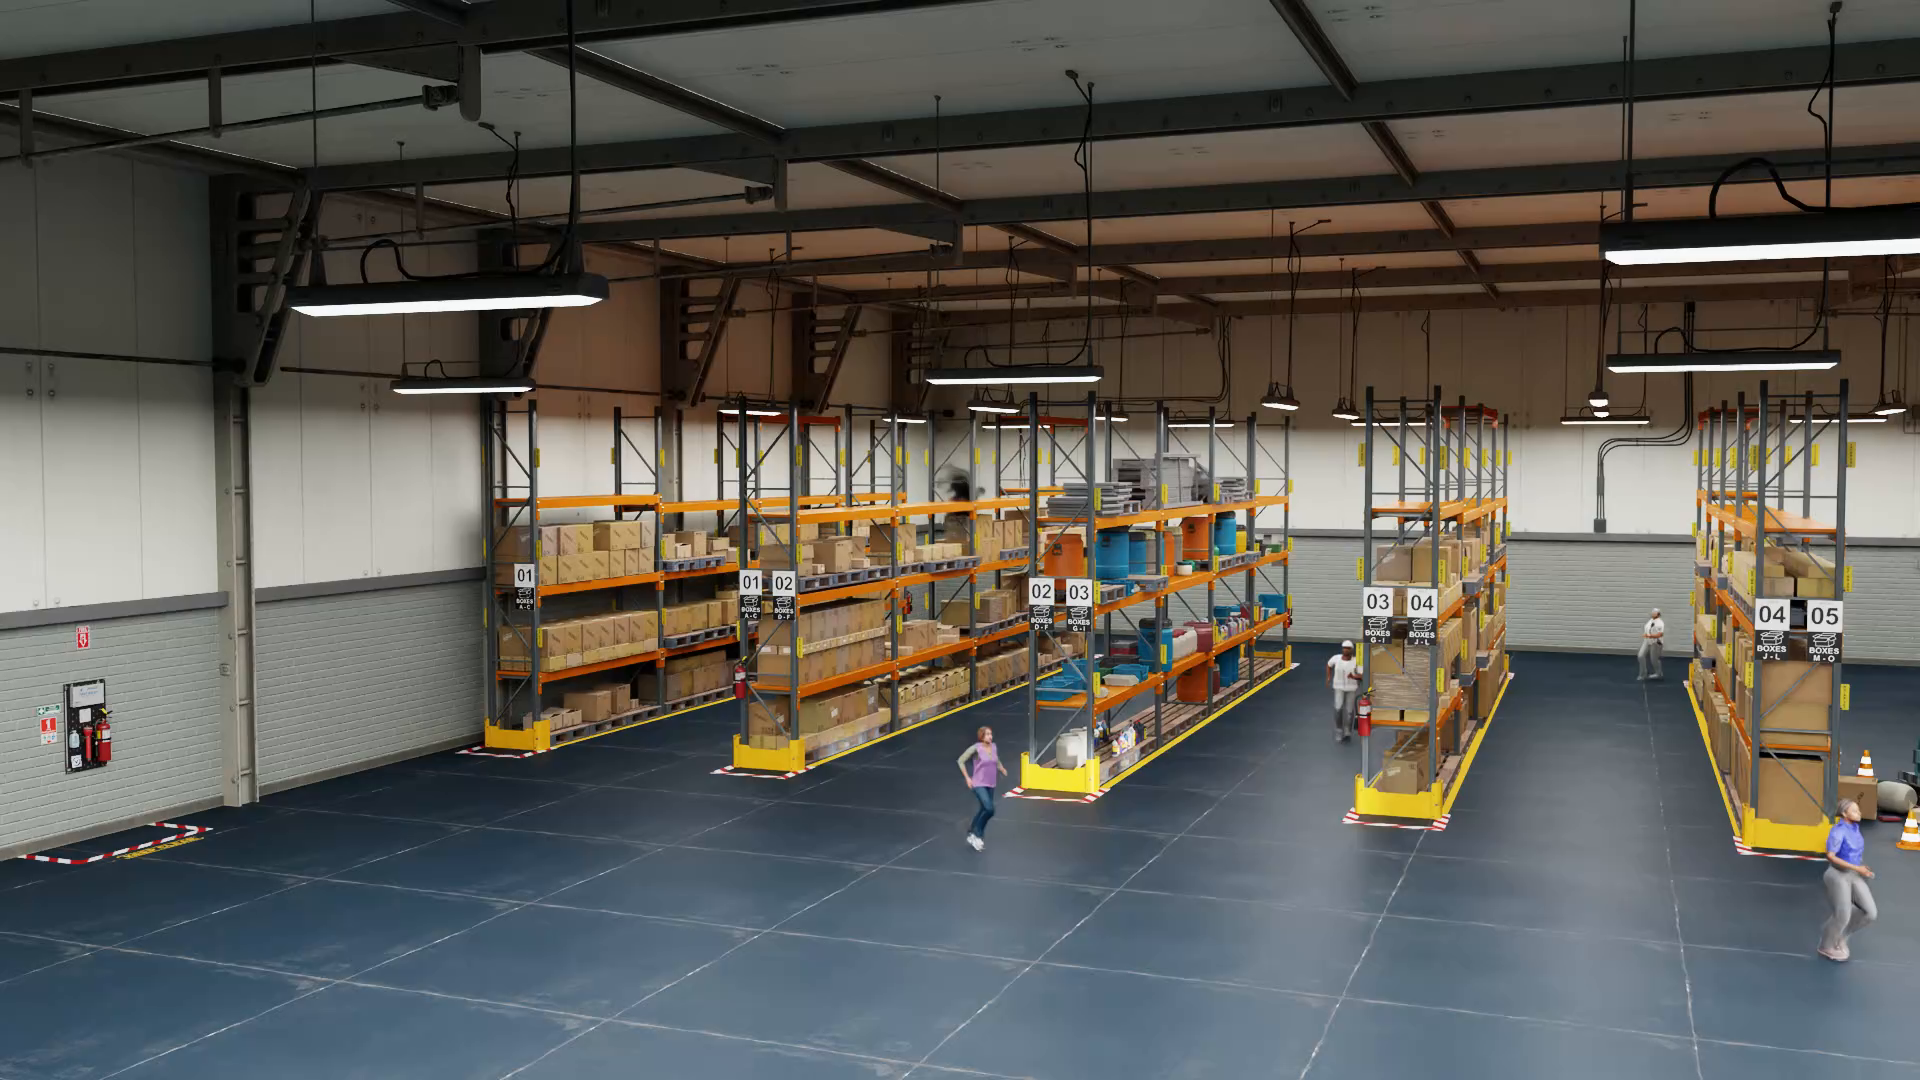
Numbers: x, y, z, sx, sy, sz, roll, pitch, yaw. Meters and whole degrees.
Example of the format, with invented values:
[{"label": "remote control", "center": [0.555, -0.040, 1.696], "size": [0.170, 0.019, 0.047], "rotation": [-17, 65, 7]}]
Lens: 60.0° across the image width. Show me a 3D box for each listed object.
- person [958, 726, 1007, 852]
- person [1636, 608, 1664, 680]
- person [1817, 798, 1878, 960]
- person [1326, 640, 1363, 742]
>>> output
[{"label": "person", "center": [0.316, 3.159, 21.221], "size": [0.534, 1.591, 0.658], "rotation": [-3, 4, -43]}, {"label": "person", "center": [15.595, 2.360, 37.379], "size": [0.648, 1.697, 0.643], "rotation": [-1, 3, -18]}, {"label": "person", "center": [8.806, 3.378, 16.466], "size": [0.586, 1.611, 0.585], "rotation": [-2, 3, -33]}, {"label": "person", "center": [6.816, 2.675, 29.413], "size": [0.687, 1.812, 0.712], "rotation": [1, 3, 16]}]
